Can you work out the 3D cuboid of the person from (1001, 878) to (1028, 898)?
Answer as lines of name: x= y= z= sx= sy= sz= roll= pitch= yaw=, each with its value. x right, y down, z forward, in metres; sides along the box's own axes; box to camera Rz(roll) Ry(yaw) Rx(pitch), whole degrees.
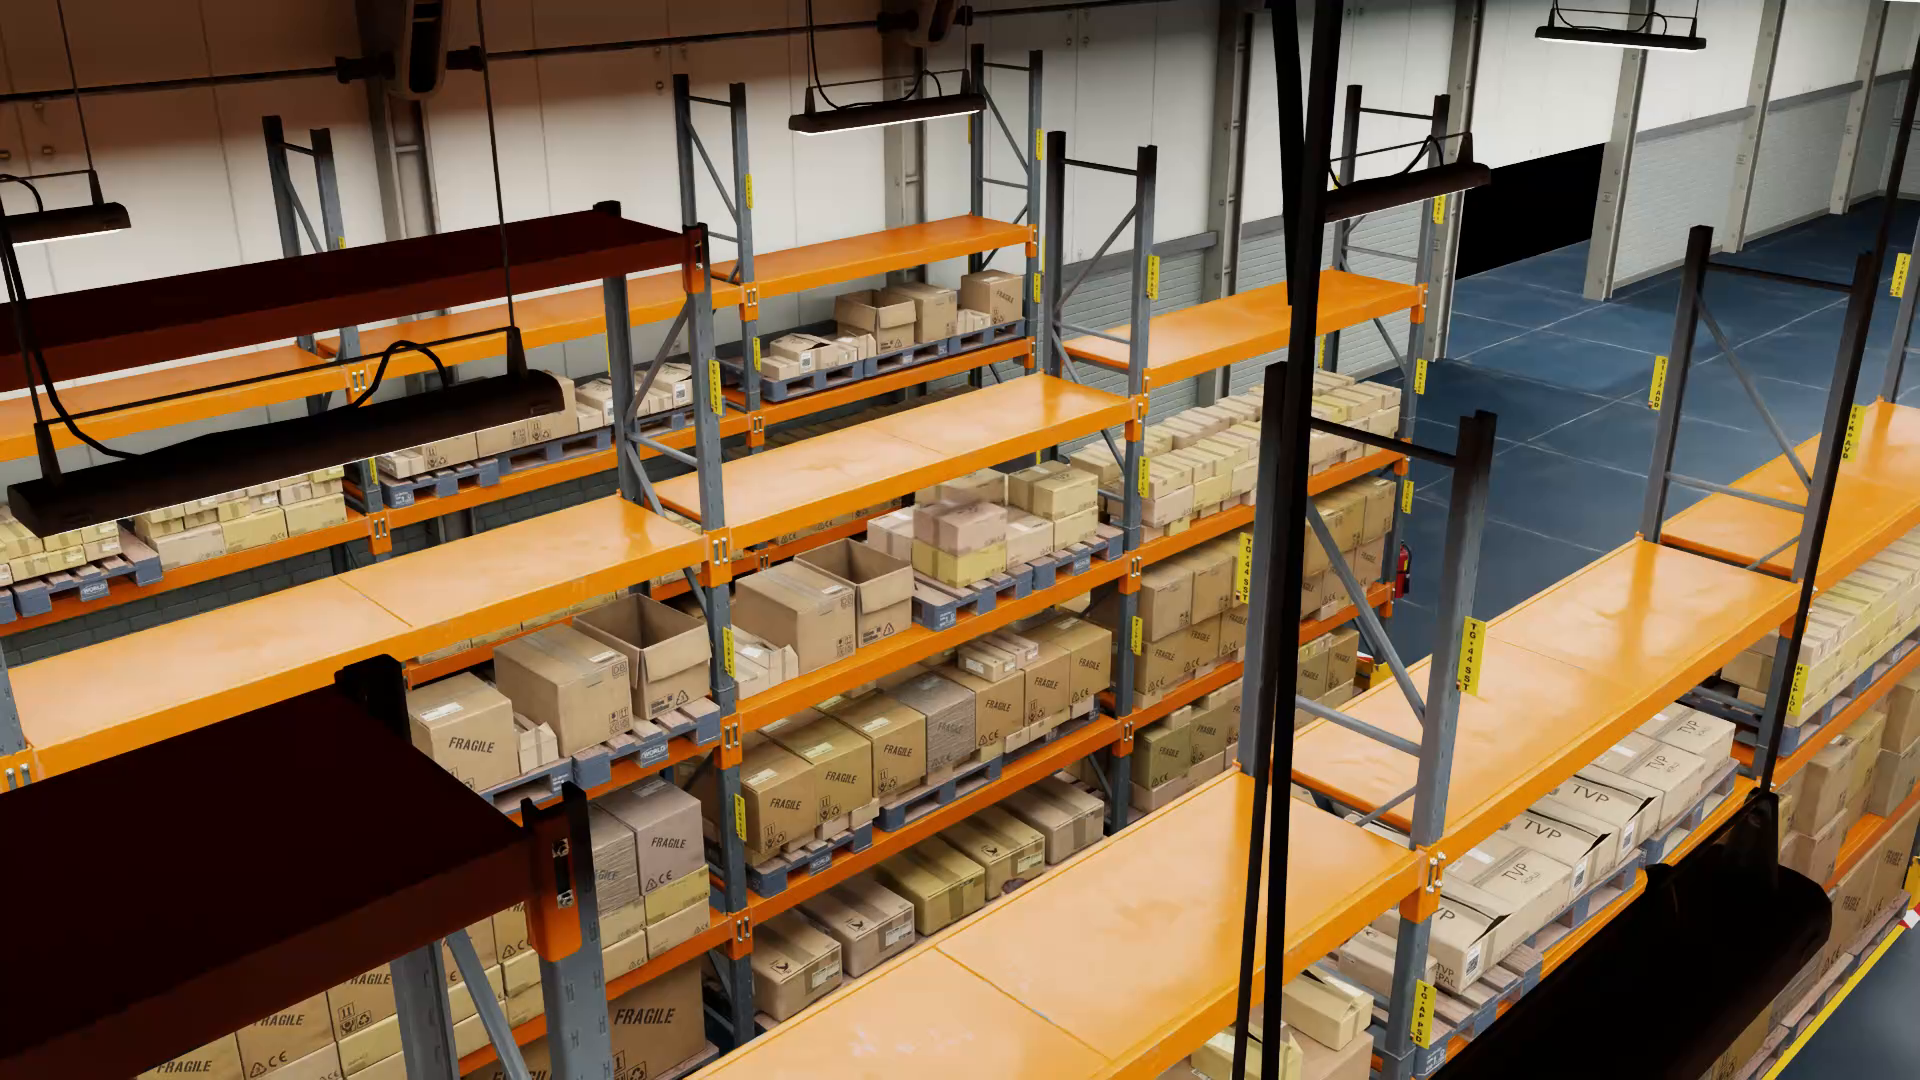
person: x=0.443 y=3.020 z=11.340 sx=0.487 sy=1.670 sz=0.464 roll=19 pitch=29 yaw=39
